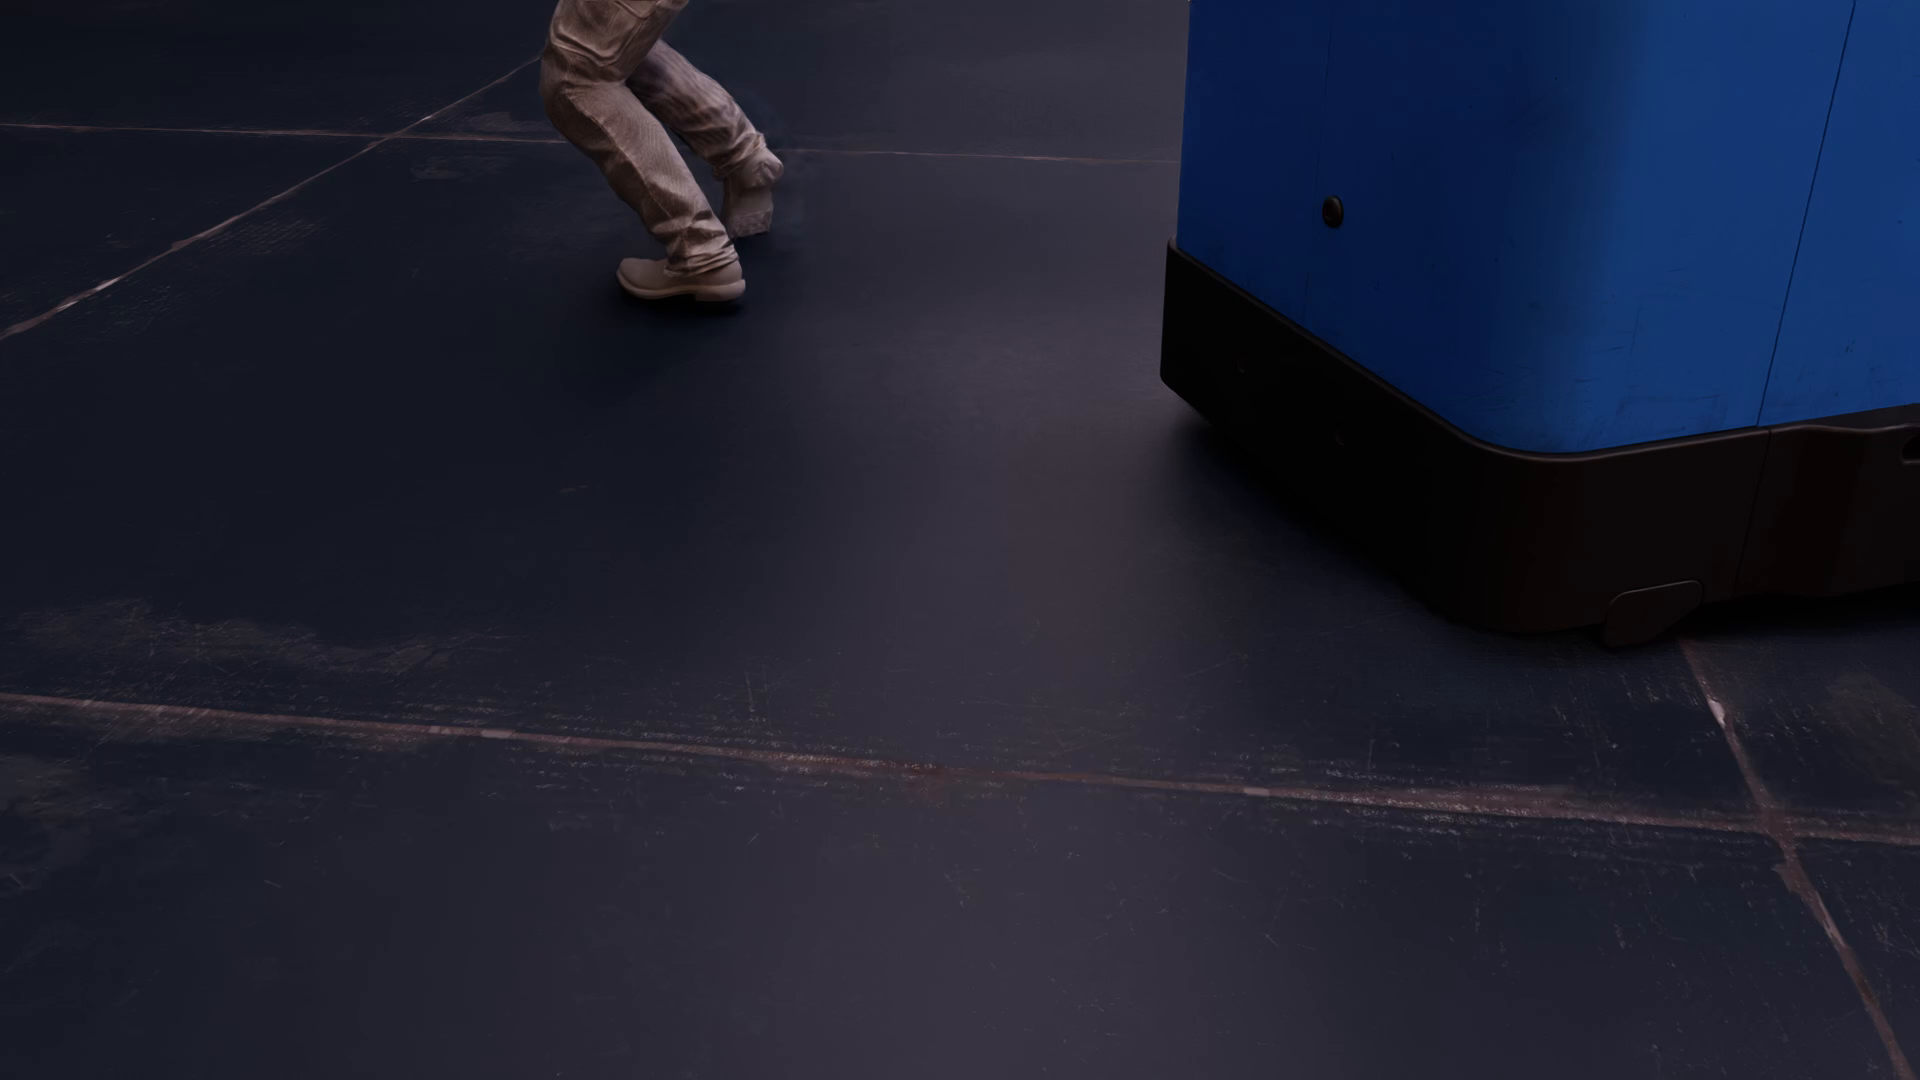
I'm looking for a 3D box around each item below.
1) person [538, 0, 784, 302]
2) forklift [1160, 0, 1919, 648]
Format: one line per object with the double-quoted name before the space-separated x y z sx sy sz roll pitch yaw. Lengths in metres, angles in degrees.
"person" -0.631 -1.310 3.414 0.518 1.659 1.044 0 27 -1
"forklift" 1.925 -1.550 2.325 3.031 2.935 1.130 -8 28 -16
